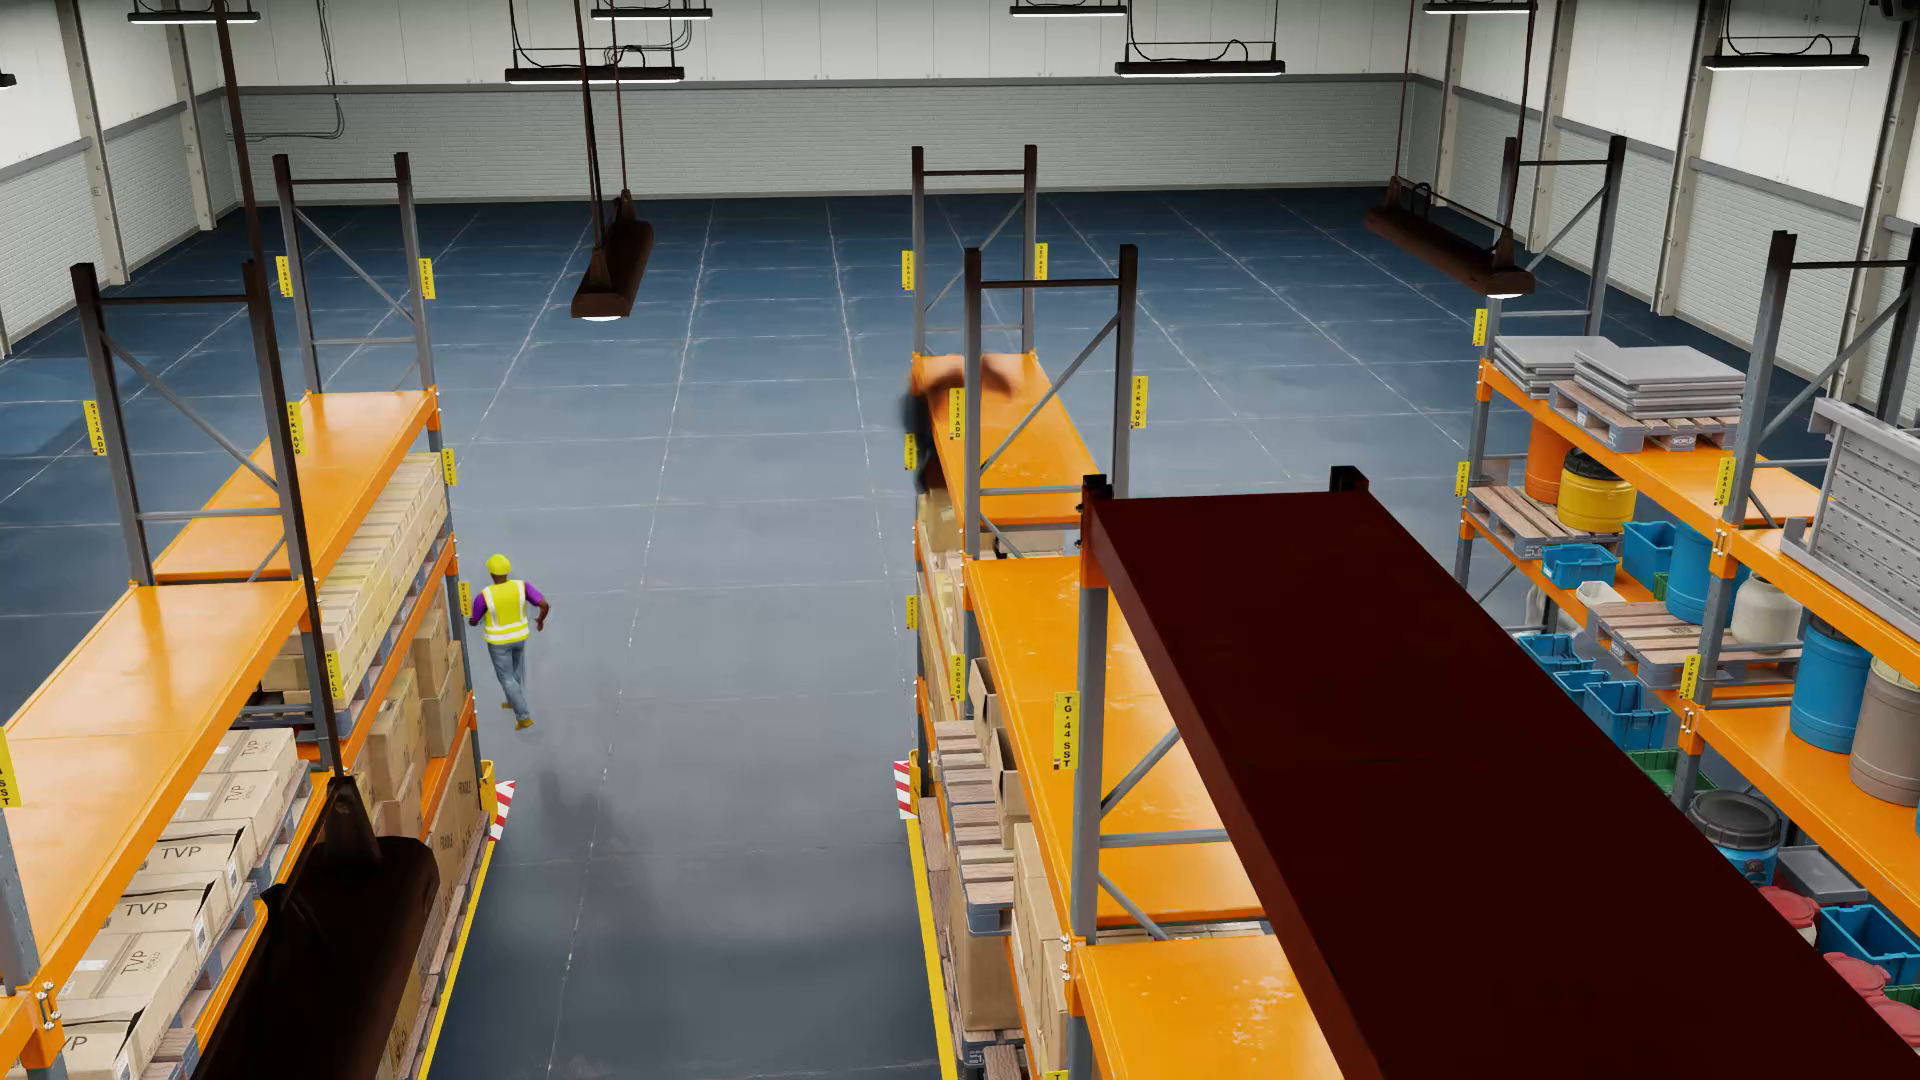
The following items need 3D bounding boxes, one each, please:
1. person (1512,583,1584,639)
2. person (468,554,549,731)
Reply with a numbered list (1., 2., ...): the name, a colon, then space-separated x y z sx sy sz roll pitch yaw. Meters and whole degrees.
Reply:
1. person: 6.614 0.379 18.445 0.748 1.663 0.573 9 23 21
2. person: -4.366 0.966 16.037 0.689 1.778 0.924 -18 28 -38
